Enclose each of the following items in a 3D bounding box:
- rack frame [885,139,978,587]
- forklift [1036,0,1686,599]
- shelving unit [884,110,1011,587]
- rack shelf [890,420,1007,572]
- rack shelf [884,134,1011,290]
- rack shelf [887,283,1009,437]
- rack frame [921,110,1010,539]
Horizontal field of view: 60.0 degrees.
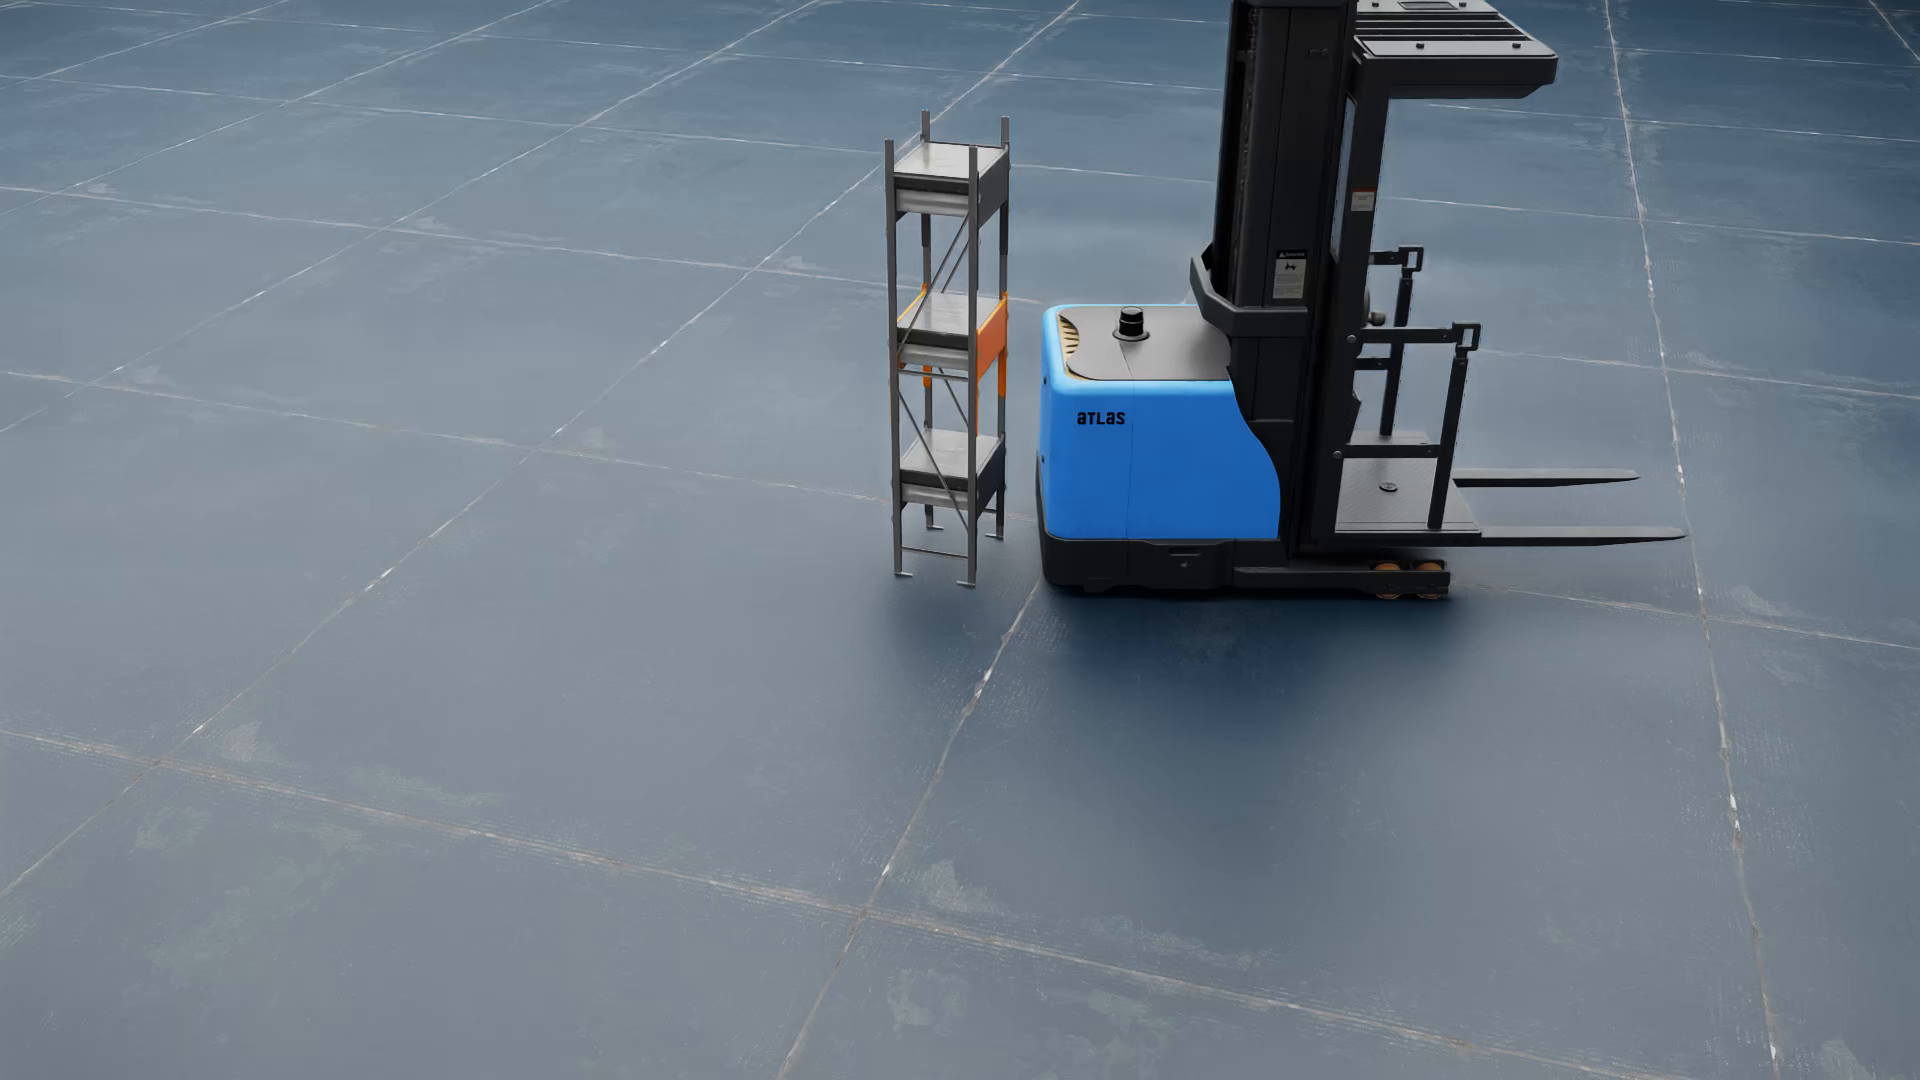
[{"bbox_3d":[-0.120,-0.727,7.397,0.400,2.100,0.015,8,30,15],"label":"rack frame"},{"bbox_3d":[1.905,-1.264,7.507,3.031,2.935,1.130,0,29,0],"label":"forklift"},{"bbox_3d":[-0.049,-0.841,7.601,0.431,2.100,0.503,8,30,15],"label":"shelving unit"},{"bbox_3d":[-0.049,-0.217,7.948,0.431,0.518,0.480,8,30,15],"label":"rack shelf"},{"bbox_3d":[-0.049,-1.440,7.268,0.431,0.518,0.480,8,30,15],"label":"rack shelf"},{"bbox_3d":[-0.049,-0.829,7.608,0.431,0.518,0.480,8,30,15],"label":"rack shelf"},{"bbox_3d":[0.023,-0.954,7.805,0.400,2.100,0.015,8,30,15],"label":"rack frame"}]
